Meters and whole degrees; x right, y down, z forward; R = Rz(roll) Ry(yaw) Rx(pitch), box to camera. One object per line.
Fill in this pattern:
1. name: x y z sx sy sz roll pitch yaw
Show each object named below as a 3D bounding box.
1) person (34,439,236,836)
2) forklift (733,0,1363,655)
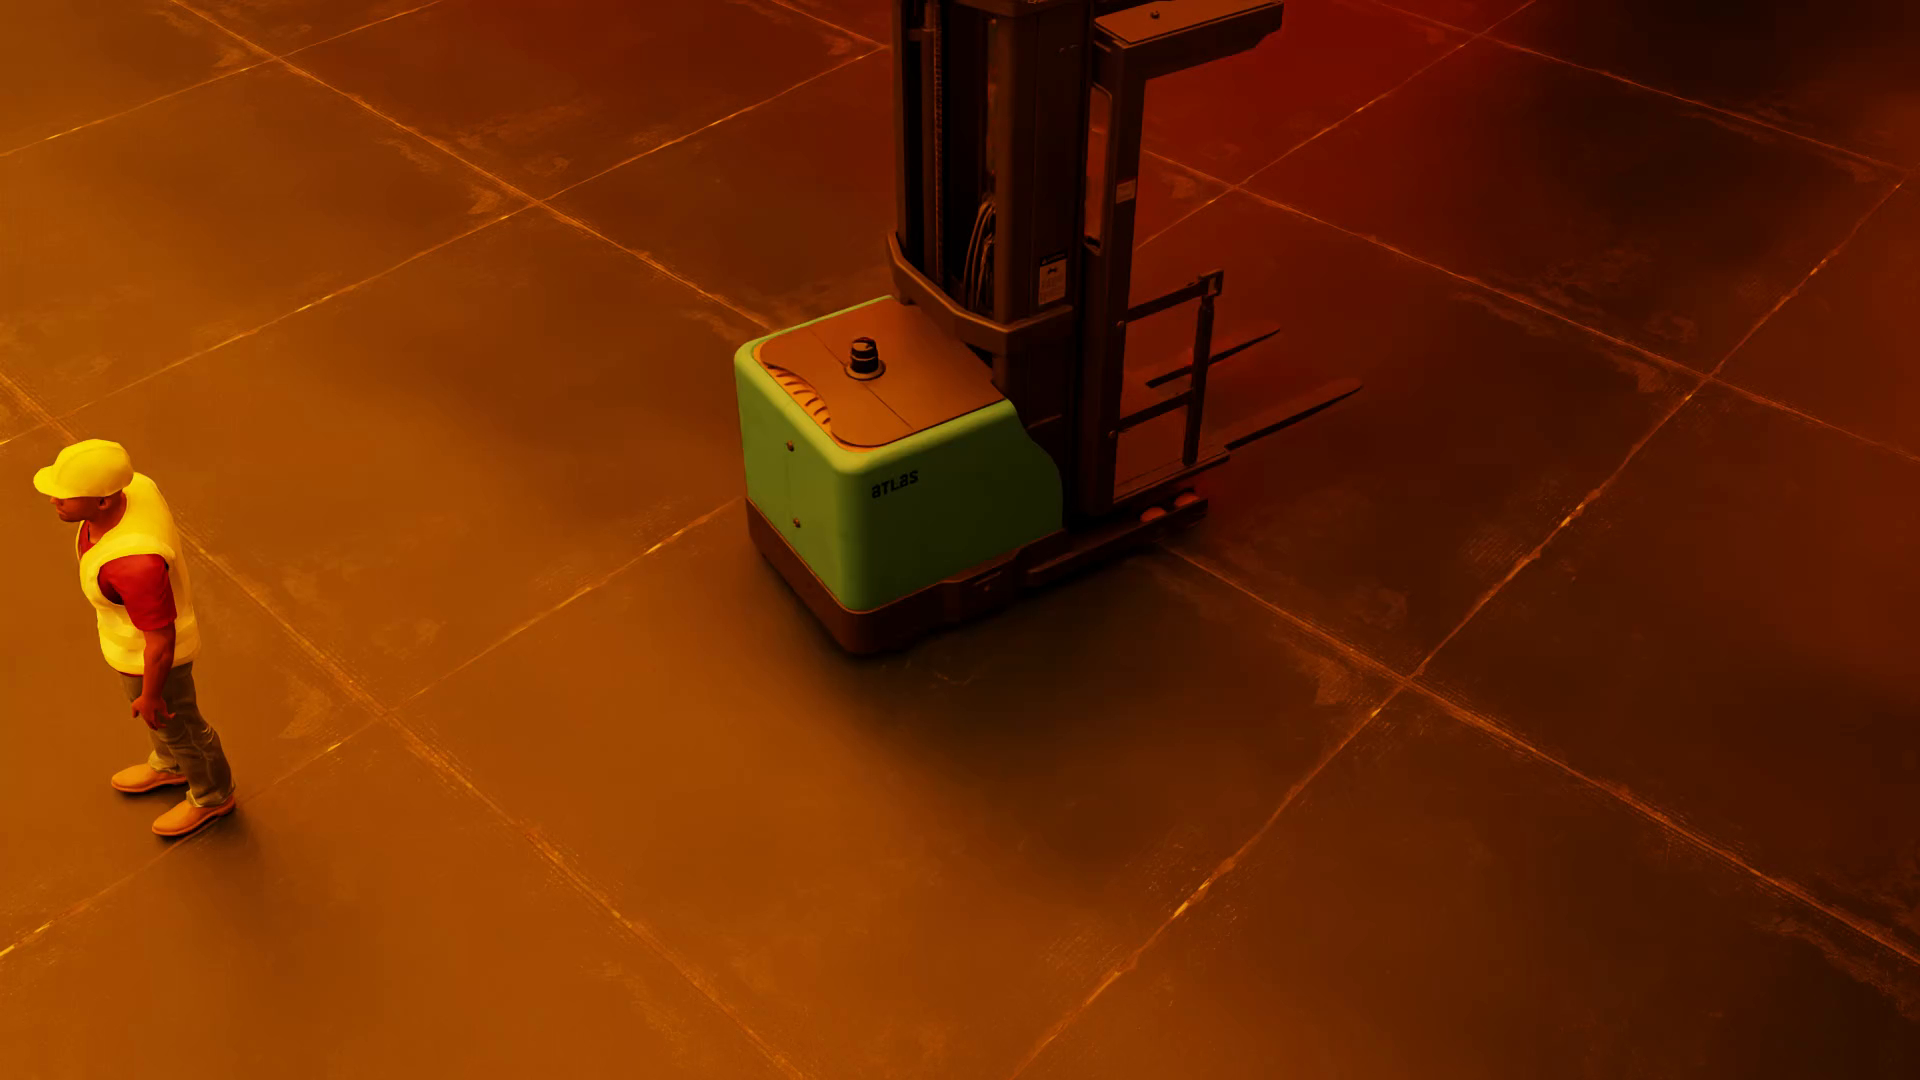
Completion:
1. person: -2.943 0.378 5.877 0.577 1.759 0.666 -19 44 -20
2. forklift: 0.549 -1.367 7.021 3.031 2.935 1.130 -23 46 -24
